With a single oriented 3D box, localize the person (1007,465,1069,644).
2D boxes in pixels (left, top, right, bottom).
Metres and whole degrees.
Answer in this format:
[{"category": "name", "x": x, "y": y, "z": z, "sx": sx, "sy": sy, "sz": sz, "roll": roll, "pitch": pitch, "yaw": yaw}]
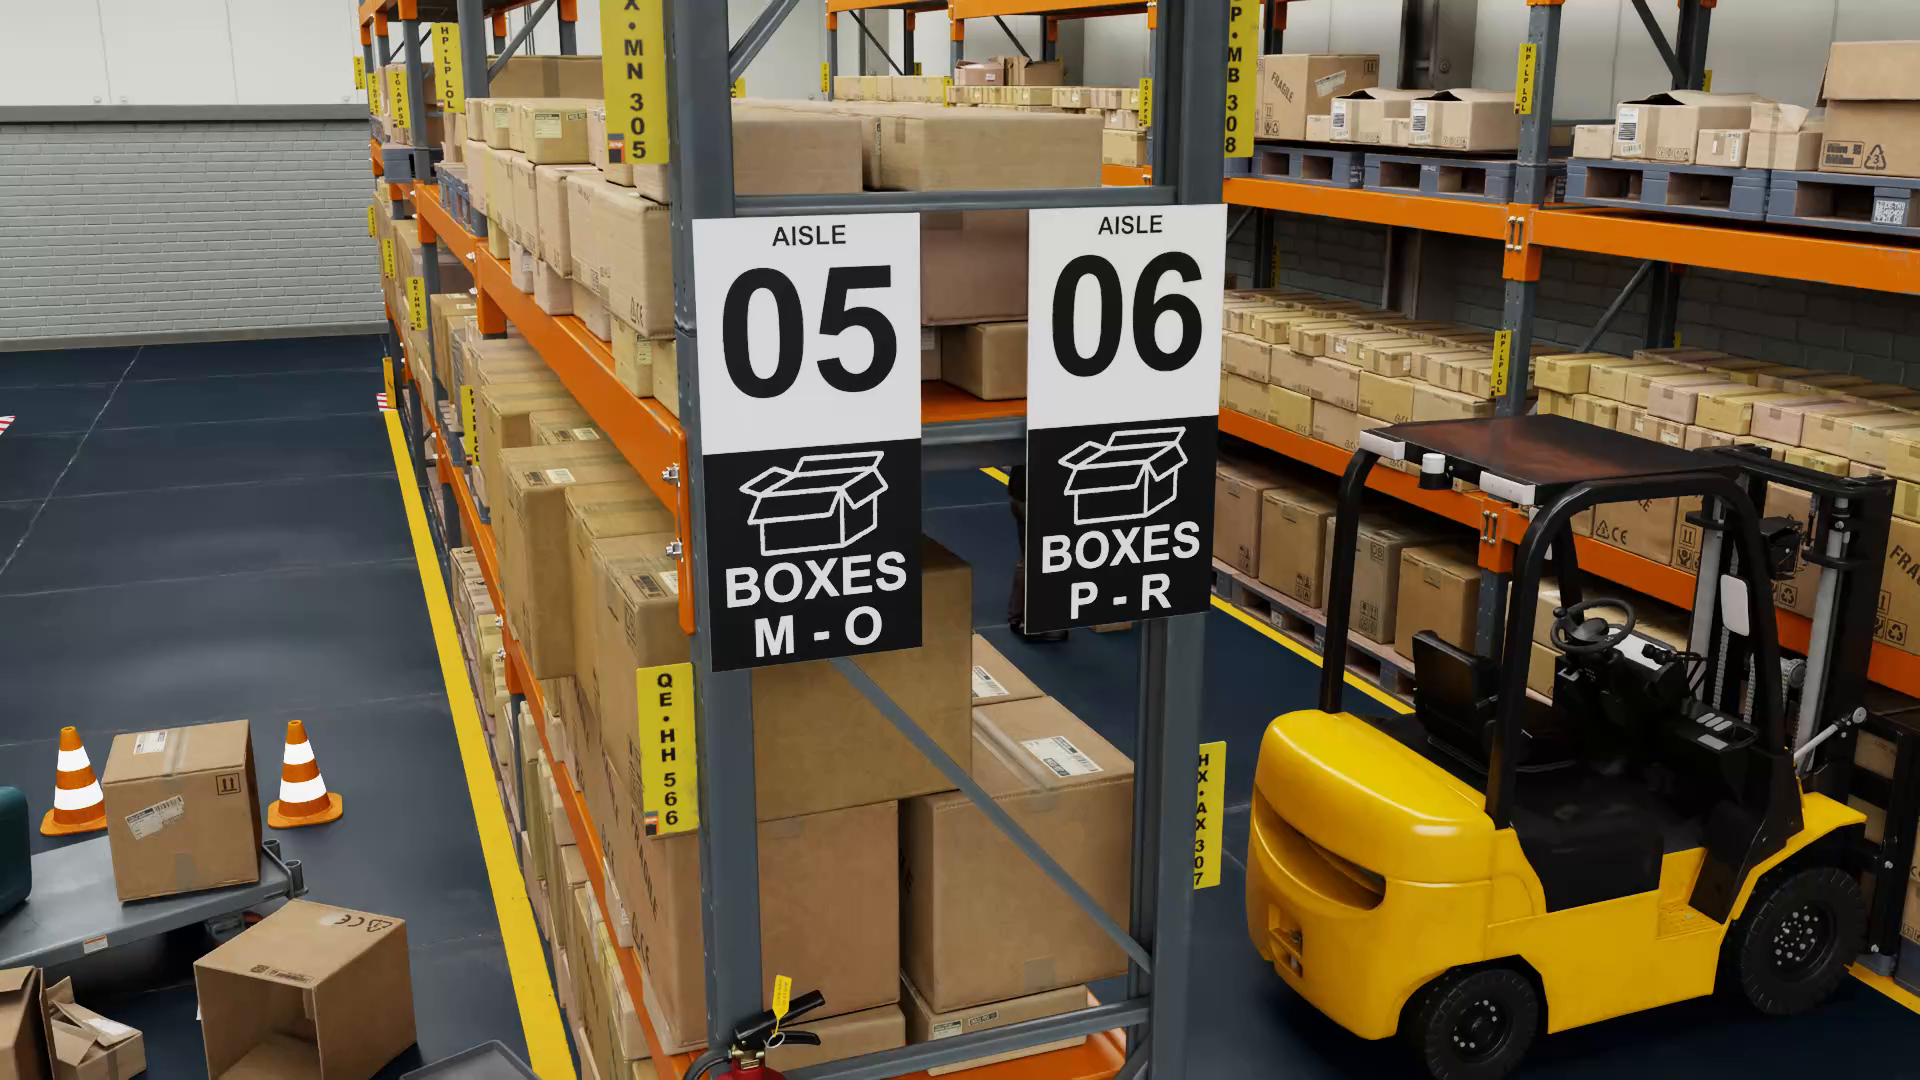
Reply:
[{"category": "person", "x": 0.485, "y": -0.231, "z": 10.417, "sx": 0.360, "sy": 1.715, "sz": 0.532, "roll": -5, "pitch": 16, "yaw": -19}]
